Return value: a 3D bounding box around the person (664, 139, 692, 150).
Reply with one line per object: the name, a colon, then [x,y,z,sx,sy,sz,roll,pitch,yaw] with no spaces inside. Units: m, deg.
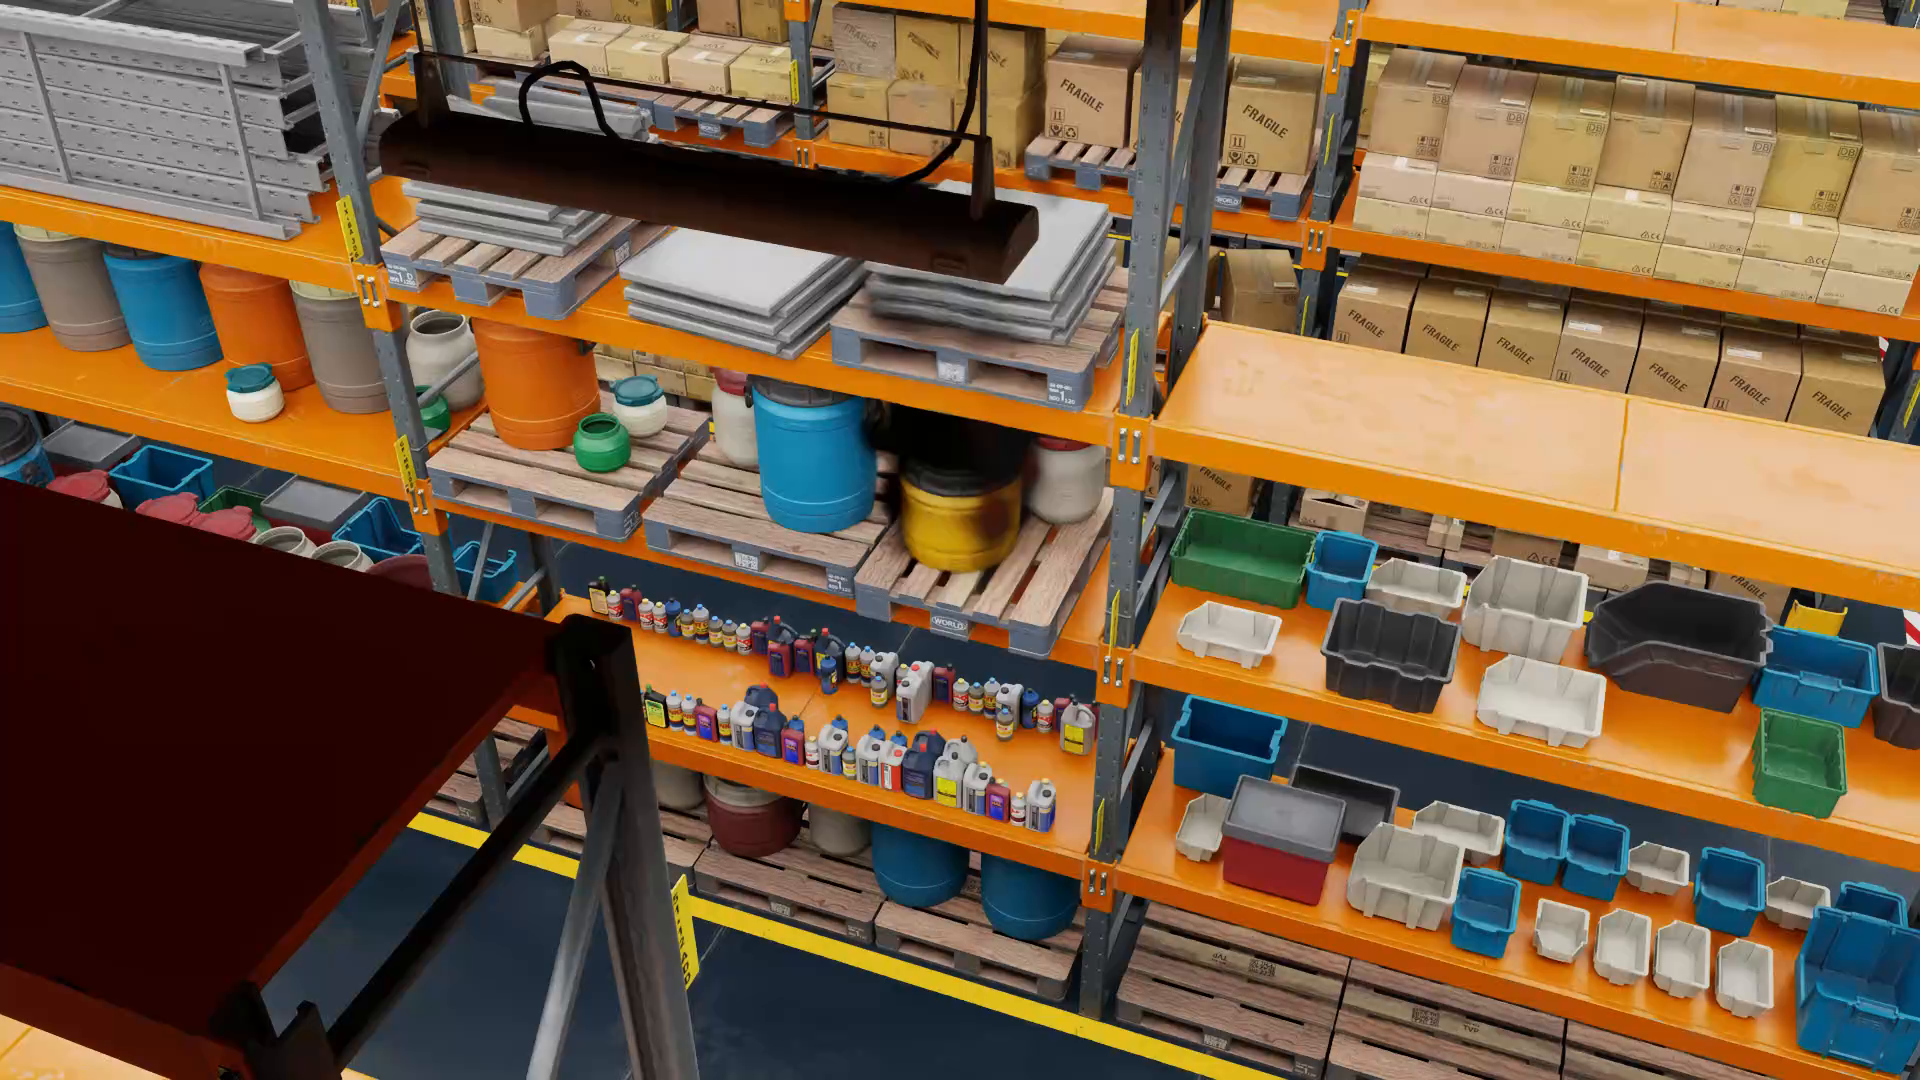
person: [-2.704,-3.174,16.107,0.962,1.781,0.650,10,38,13]
